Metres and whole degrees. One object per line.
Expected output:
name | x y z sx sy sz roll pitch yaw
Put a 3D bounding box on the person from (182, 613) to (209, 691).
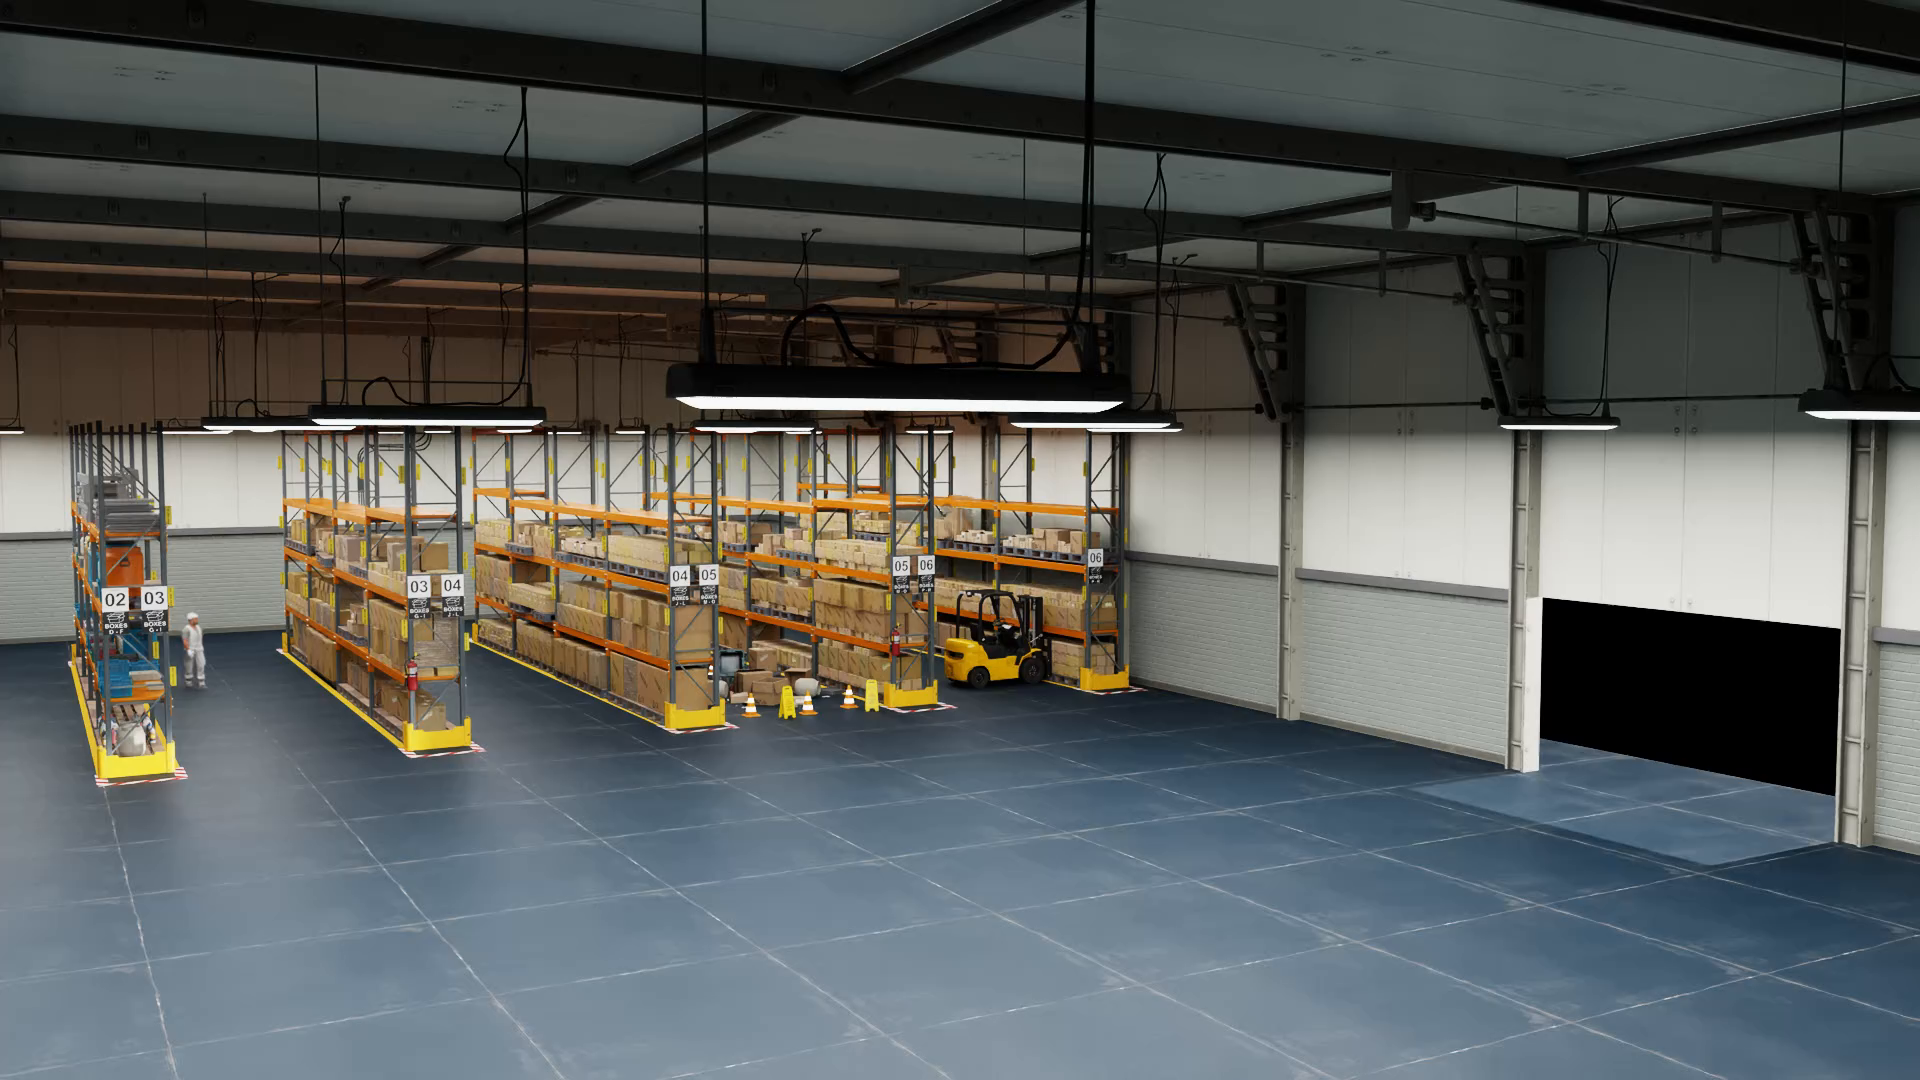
person | -17.295 2.518 37.513 0.478 1.740 1.019 -3 4 -36
